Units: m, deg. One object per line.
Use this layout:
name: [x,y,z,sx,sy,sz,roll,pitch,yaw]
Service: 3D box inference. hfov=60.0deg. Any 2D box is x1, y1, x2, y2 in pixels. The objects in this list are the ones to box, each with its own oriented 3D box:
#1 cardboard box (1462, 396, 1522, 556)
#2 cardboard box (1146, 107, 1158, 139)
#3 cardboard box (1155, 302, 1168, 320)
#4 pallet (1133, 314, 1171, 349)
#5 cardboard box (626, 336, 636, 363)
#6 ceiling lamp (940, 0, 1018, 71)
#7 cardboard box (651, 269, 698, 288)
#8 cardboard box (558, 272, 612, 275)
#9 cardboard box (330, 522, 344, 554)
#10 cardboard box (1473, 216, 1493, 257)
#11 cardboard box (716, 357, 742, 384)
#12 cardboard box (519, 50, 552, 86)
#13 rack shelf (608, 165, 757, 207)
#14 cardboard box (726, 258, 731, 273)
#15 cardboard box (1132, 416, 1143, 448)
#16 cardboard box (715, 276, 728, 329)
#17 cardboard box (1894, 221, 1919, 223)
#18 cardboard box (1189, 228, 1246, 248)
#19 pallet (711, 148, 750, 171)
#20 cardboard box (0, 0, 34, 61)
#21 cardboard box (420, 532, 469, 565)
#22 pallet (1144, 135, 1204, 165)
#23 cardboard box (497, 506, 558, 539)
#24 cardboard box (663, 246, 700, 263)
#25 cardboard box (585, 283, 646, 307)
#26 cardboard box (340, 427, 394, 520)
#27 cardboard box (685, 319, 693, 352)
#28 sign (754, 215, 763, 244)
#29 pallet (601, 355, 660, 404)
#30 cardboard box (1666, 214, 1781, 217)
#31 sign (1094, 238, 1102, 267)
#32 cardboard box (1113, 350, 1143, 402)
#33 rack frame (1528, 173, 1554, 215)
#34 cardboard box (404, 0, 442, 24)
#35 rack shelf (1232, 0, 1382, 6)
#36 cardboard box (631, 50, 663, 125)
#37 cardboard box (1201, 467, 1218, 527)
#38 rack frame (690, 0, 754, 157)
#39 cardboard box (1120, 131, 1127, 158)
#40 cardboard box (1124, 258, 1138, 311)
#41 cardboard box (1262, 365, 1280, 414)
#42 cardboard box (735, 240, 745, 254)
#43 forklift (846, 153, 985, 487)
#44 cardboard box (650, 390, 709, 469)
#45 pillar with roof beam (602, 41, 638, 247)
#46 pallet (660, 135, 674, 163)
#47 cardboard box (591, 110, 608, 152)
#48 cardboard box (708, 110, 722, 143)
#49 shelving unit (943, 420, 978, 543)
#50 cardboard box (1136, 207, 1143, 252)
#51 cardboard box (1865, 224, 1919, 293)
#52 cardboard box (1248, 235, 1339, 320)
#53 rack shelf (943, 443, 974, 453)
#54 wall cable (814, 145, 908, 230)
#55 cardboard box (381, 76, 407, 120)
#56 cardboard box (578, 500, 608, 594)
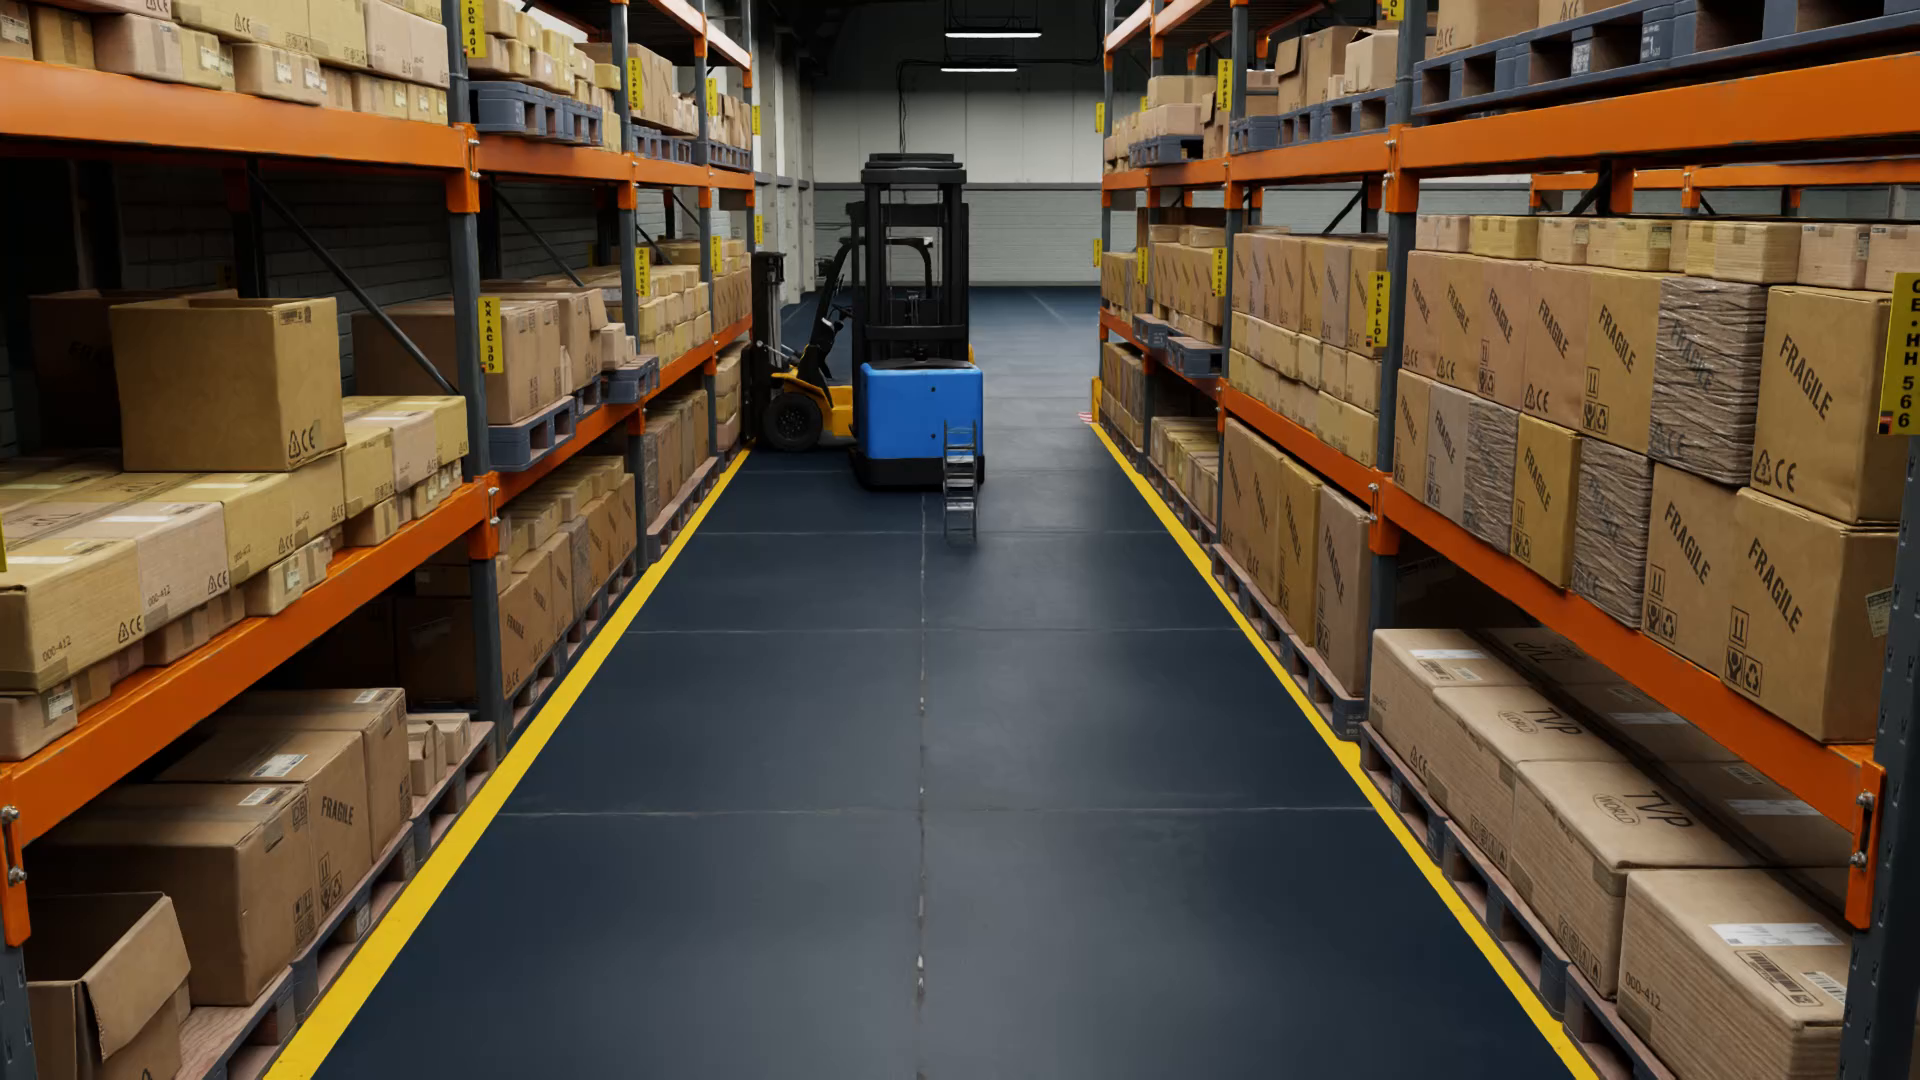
cardboard box: [2.133,-0.240,5.947,0.500,0.500,0.500,0,11,-1]
cardboard box: [1.832,-3.459,13.839,0.500,0.250,0.500,0,11,-2]
cardboard box: [1.901,-1.997,14.432,0.380,0.149,0.250,0,11,0]
pallet: [2.080,-1.828,14.509,1.003,0.211,1.213,0,11,-1]
cardboard box: [-2.273,-1.212,10.566,0.380,0.149,0.250,0,11,0]
ceiling lamp: [0.486,-13.722,42.884,2.000,3.185,0.800,0,11,-1]
cardboard box: [-2.410,-2.202,13.984,0.380,0.149,0.250,-1,11,-3]
cardboard box: [-2.975,-2.047,13.219,0.380,0.149,0.250,0,11,-1]
cardboard box: [-2.367,-0.020,5.745,0.380,0.149,0.250,0,11,0]
cardboard box: [2.134,-1.126,6.169,0.380,0.149,0.250,0,11,-2]
cardboard box: [-2.472,-1.700,16.738,0.500,0.250,0.500,0,11,1]
cardboard box: [-2.190,-2.278,8.025,0.380,0.149,0.250,0,11,0]
rack shelf: [-2.794,-3.569,16.870,1.077,0.370,4.000,0,11,-1]
cardboard box: [-2.494,-2.740,16.635,0.380,0.149,0.250,-1,11,-3]
cardboard box: [1.929,-1.049,16.047,0.500,0.250,0.500,0,11,1]
cardboard box: [-2.529,-2.295,16.078,0.500,0.500,0.500,0,11,0]
cardboard box: [2.736,-0.774,4.433,0.380,0.149,0.250,-1,11,-3]
cardboard box: [1.976,-2.322,12.774,0.380,0.149,0.250,-1,11,-4]
pallet: [-2.847,-4.135,18.074,1.003,0.211,1.213,0,11,-1]
cardboard box: [-2.311,-1.132,3.680,0.380,0.149,0.250,0,11,0]
cardboard box: [-2.390,0.020,7.767,0.380,0.149,0.250,0,11,-2]
pallet: [2.140,-3.123,13.339,1.213,0.211,1.003,0,11,-1]
cardboard box: [-2.419,-0.094,9.076,0.380,0.149,0.250,0,11,1]
cardboard box: [-2.576,-2.682,15.606,0.380,0.149,0.250,0,11,0]
cardboard box: [-2.383,-1.690,11.462,0.380,0.149,0.250,0,11,1]
cardboard box: [-2.311,-0.237,5.811,0.500,0.250,0.500,0,11,-2]
cardboard box: [-2.486,-1.682,13.684,0.500,0.250,0.500,0,11,-1]
sign: [-2.293,-3.532,18.915,0.100,0.325,0.005,0,11,-1]
pallet: [-2.586,-1.030,10.574,1.213,0.211,1.003,0,11,-1]
cardboard box: [7.183,-2.791,15.681,0.875,0.550,0.550,0,11,-1]
sign: [1.584,-3.292,19.064,0.100,0.325,0.005,0,11,-1]
cardboard box: [1.885,-1.726,17.495,0.500,0.500,0.500,0,11,0]
rack frame: [7.074,-2.910,19.360,1.000,3.000,0.127,0,11,-1]
cardboard box: [-2.337,-2.151,6.447,0.500,0.250,0.500,0,11,-1]
rack shelf: [2.333,-3.274,8.877,1.077,0.370,4.000,0,11,-1]
cardboard box: [-2.552,-3.277,12.065,0.700,0.500,0.500,0,11,-2]
cardboard box: [2.290,-0.310,12.096,0.950,0.372,0.625,-1,12,-5]
rack frame: [-2.836,-5.789,18.460,1.000,3.000,0.127,0,11,-1]
cardboard box: [1.898,-4.007,16.848,0.500,0.250,0.500,0,11,0]
cardboard box: [1.919,-2.562,16.645,0.500,0.500,0.500,0,11,0]
cardboard box: [2.084,-0.902,9.836,0.500,0.250,0.500,0,11,1]
cardboard box: [-2.549,-3.190,18.109,0.380,0.149,0.250,0,11,0]
forklift: [-0.498,-2.151,15.792,1.130,2.935,3.031,-2,12,-8]
cardboard box: [-2.731,-0.992,14.821,0.875,0.625,0.625,0,11,1]
pillar with roof beam: [0.582,-5.664,17.847,9.100,9.000,0.400,0,11,-1]
pallet: [-2.800,-2.993,12.697,1.003,0.211,1.213,0,11,1]
cardboard box: [-2.406,-2.454,9.944,0.500,0.250,0.500,0,11,-1]
cardboard box: [-2.527,-3.901,15.616,0.500,0.311,0.500,0,11,0]
shelving unit: [0.000,-0.439,12.462,0.258,0.900,0.210,0,11,-1]
cardboard box: [2.356,-3.454,18.526,0.700,0.500,0.500,-1,11,-3]
cardboard box: [2.250,-0.617,3.657,0.380,0.149,0.250,0,11,0]
cardboard box: [2.078,-1.621,10.239,0.500,0.500,0.500,0,11,-1]
rack shelf: [0.000,-0.671,12.415,0.258,0.077,0.200,0,11,-1]
wall cable: [-3.081,-10.680,50.377,3.097,2.526,0.112,0,11,-1]
cardboard box: [-2.286,-1.638,6.176,0.380,0.149,0.250,0,11,1]
cardboard box: [-2.433,0.047,10.012,0.500,0.500,0.500,0,11,1]
